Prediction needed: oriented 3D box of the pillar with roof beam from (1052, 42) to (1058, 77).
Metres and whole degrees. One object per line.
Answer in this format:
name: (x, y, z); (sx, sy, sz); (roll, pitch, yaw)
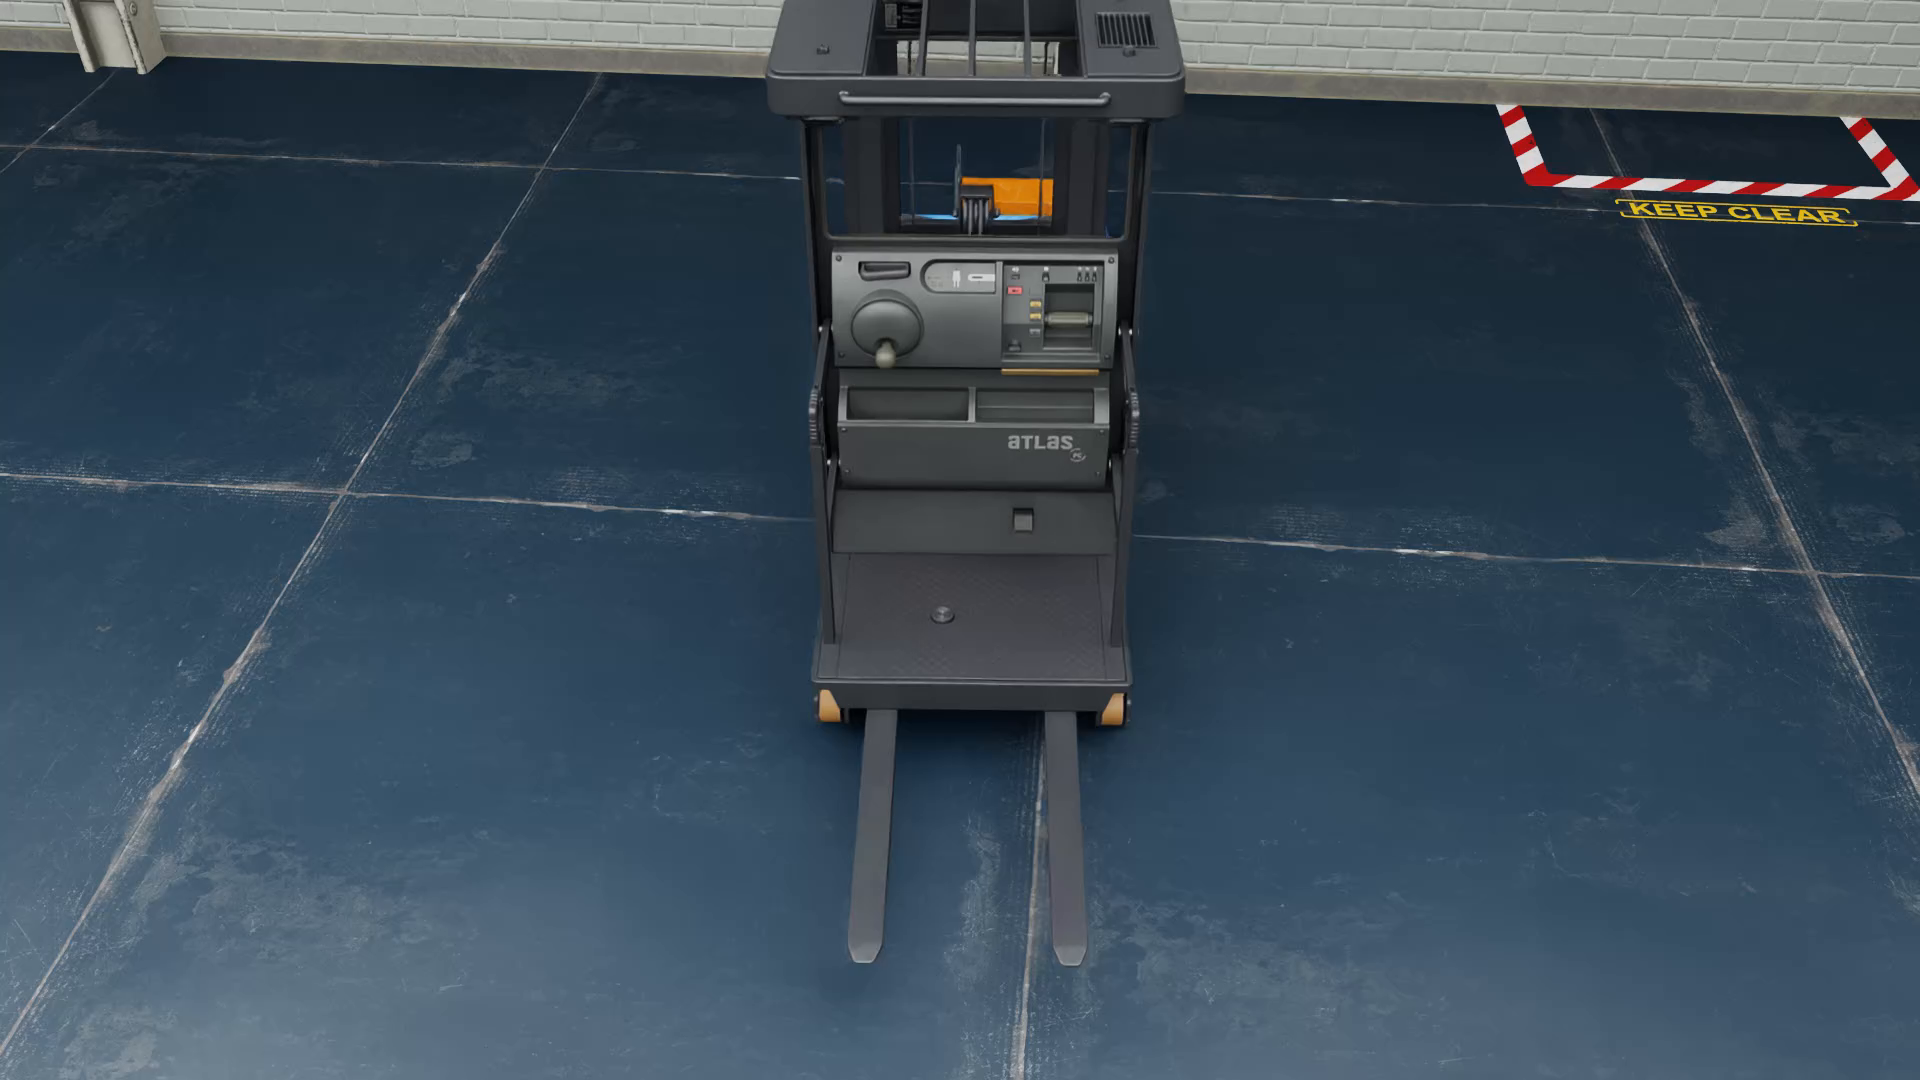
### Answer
pillar with roof beam: (0.385, -3.448, 3.858); (0.400, 9.000, 9.100); (3, 39, 4)

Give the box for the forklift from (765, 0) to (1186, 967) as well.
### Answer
forklift: (0.046, -0.677, 5.260); (1.130, 2.935, 3.031); (1, 39, 1)

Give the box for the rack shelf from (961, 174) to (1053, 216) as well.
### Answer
rack shelf: (0.236, -1.391, 6.877); (0.480, 0.148, 0.258); (1, 37, 2)

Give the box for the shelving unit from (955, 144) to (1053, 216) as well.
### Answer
shelving unit: (0.235, -1.075, 7.111); (0.503, 1.200, 0.258); (1, 37, 2)

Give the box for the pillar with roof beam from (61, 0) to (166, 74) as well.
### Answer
pillar with roof beam: (-5.593, -3.775, 4.260); (0.400, 9.000, 9.100); (3, 39, 4)

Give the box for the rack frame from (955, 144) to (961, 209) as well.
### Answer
rack frame: (-0.008, -1.081, 7.118); (0.015, 1.200, 0.240); (1, 37, 2)
